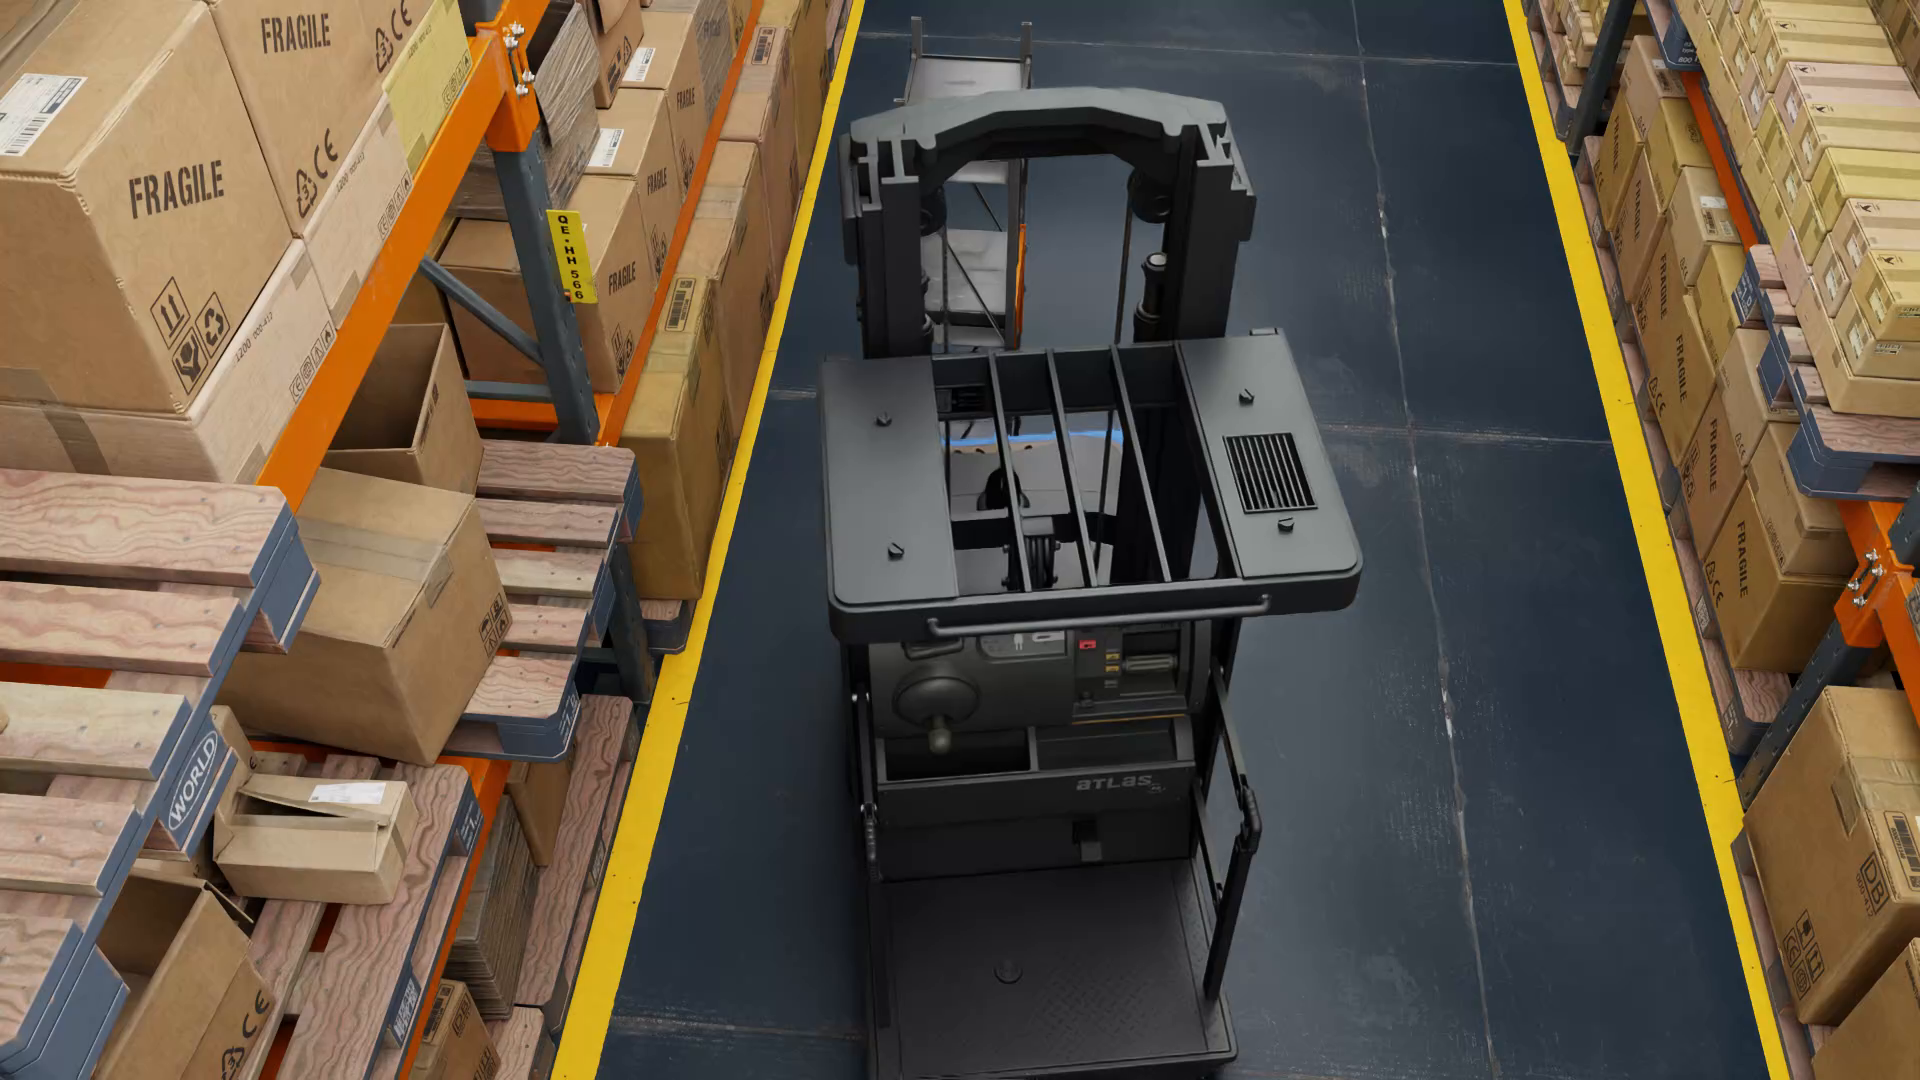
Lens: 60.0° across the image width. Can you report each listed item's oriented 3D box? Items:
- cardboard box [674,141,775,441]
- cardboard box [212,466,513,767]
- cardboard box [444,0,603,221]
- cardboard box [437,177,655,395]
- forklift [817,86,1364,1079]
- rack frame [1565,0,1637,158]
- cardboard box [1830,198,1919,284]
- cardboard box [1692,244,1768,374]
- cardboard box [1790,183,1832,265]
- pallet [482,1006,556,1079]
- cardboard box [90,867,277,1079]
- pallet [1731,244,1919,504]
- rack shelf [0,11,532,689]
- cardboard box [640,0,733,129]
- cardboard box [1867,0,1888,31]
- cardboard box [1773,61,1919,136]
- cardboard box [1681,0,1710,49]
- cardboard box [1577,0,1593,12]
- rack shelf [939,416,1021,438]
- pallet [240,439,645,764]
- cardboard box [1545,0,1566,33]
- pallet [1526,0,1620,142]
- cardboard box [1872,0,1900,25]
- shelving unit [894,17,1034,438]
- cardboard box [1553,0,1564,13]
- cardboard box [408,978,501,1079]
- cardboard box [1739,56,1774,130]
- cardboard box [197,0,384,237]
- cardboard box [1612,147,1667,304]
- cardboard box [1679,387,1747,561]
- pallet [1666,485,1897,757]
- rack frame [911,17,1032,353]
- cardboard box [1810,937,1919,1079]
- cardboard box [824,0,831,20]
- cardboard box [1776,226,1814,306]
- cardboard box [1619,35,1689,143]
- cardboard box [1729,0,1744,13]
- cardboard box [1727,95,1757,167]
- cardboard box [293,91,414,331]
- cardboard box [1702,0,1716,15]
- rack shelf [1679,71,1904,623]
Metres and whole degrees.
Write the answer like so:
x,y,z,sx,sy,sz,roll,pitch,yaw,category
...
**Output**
x,y,z,sx,sy,sz,roll,pitch,yaw,category
-1.478,-1.056,6.864,1.225,0.875,0.875,4,48,4,cardboard box
-1.611,0.170,4.236,0.700,0.500,0.500,10,48,9,cardboard box
-1.568,-1.380,5.258,0.797,0.503,0.637,5,48,5,cardboard box
-1.335,-0.844,5.447,0.500,0.500,0.500,5,48,5,cardboard box
0.240,0.461,4.368,1.130,2.935,3.031,-4,48,-4,forklift
3.644,-3.003,7.490,1.000,3.000,0.127,4,48,4,rack frame
2.893,-0.897,5.046,0.380,0.149,0.250,3,48,3,cardboard box
3.178,-0.879,6.448,0.500,0.250,0.500,5,48,4,cardboard box
2.915,-1.004,5.346,0.380,0.149,0.250,5,48,4,cardboard box
-1.837,1.938,4.860,1.003,0.211,1.213,4,48,4,pallet
-1.949,1.011,3.463,0.797,0.503,0.637,8,48,8,cardboard box
3.238,-0.530,5.357,1.213,0.211,1.003,4,48,4,pallet
-1.833,0.229,2.989,1.077,0.370,4.000,4,48,4,rack shelf
-1.200,-1.967,6.474,0.500,0.500,0.500,4,48,4,cardboard box
3.715,-1.992,6.450,0.380,0.149,0.250,2,48,2,cardboard box
2.965,-1.462,5.563,0.380,0.149,0.250,4,48,4,cardboard box
3.057,-2.042,6.497,0.380,0.149,0.250,2,48,2,cardboard box
3.401,-2.853,8.596,0.380,0.149,0.250,4,48,4,cardboard box
0.015,-0.349,6.639,0.431,0.518,0.480,4,48,4,rack shelf
-1.609,0.124,4.759,1.213,0.211,1.003,4,48,4,pallet
3.407,-2.877,9.022,0.380,0.149,0.250,2,48,2,cardboard box
3.670,-2.558,8.972,1.003,0.211,1.213,4,48,4,pallet
3.711,-2.086,6.335,0.380,0.149,0.250,2,48,2,cardboard box
0.015,-0.830,6.112,0.431,2.100,0.503,4,48,4,shelving unit
3.375,-2.933,8.872,0.380,0.149,0.250,2,48,2,cardboard box
-1.774,1.543,4.728,0.700,0.500,0.500,7,48,7,cardboard box
2.987,-1.562,5.856,0.380,0.149,0.250,5,48,5,cardboard box
-1.481,-0.941,3.165,0.500,0.500,0.500,4,48,3,cardboard box
3.266,-1.387,7.421,0.500,0.500,0.500,6,48,5,cardboard box
3.130,-0.244,6.376,0.500,0.500,0.500,6,48,5,cardboard box
3.352,0.304,6.355,1.003,0.211,1.213,4,48,4,pallet
0.037,-1.010,6.276,0.400,2.100,0.015,4,48,4,rack frame
3.058,1.638,4.485,1.050,0.750,0.750,5,48,4,cardboard box
-1.146,-3.315,8.930,0.875,0.875,0.875,4,48,4,cardboard box
2.914,-0.885,5.438,0.380,0.149,0.250,5,48,4,cardboard box
3.314,-2.029,7.500,0.500,0.250,0.500,2,48,2,cardboard box
3.033,-2.052,6.102,0.380,0.149,0.250,5,48,5,cardboard box
2.989,-1.456,5.960,0.380,0.149,0.250,5,48,5,cardboard box
-1.481,-0.702,3.454,0.500,0.250,0.500,4,48,3,cardboard box
3.060,-2.132,6.377,0.380,0.149,0.250,6,48,5,cardboard box
3.462,-1.290,6.411,1.077,0.370,4.000,4,48,4,rack shelf
